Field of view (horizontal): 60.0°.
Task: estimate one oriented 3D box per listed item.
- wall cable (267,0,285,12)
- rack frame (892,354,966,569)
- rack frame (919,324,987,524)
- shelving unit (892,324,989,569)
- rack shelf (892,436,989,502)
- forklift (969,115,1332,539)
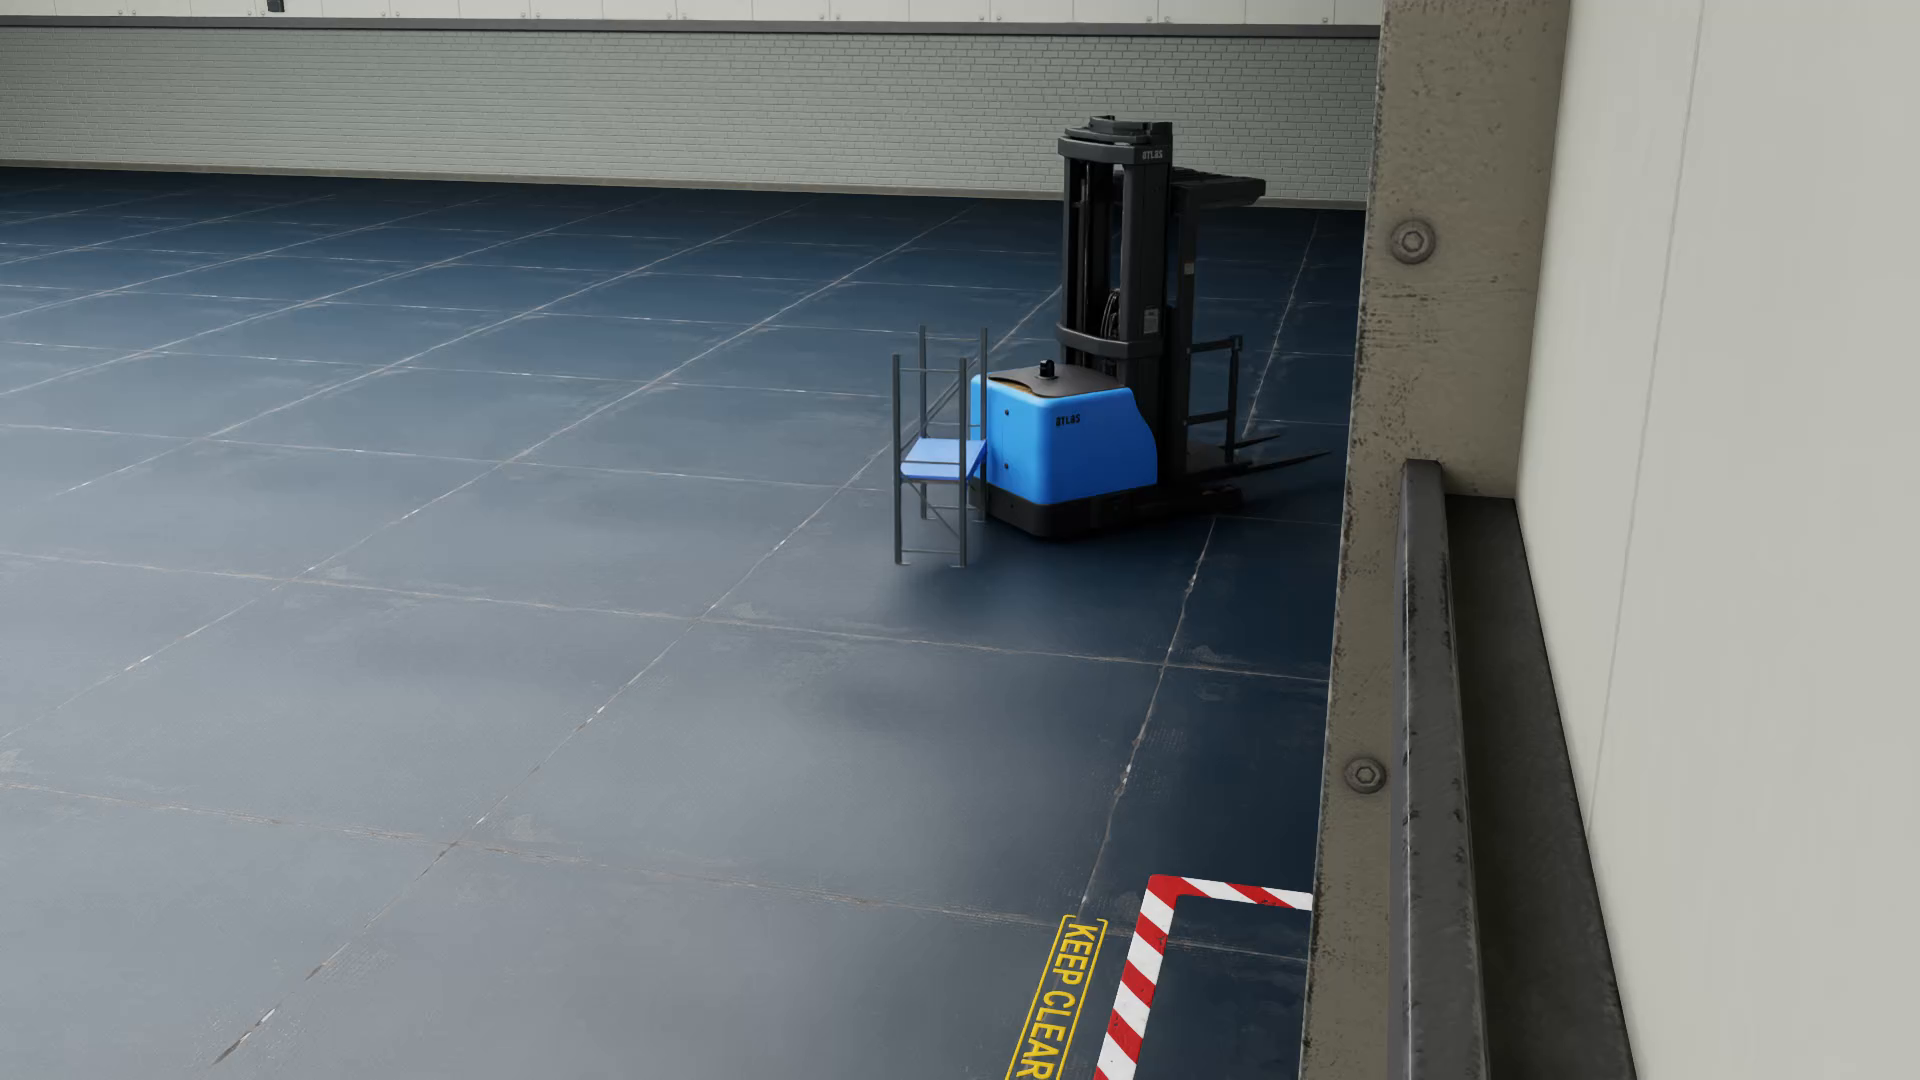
[{"bbox_3d":[-12.566,-13.216,31.698,2.305,6.003,0.169,5,19,13],"label":"wall cable"},{"bbox_3d":[-0.208,-0.527,11.409,0.500,1.500,0.032,3,19,8],"label":"rack frame"},{"bbox_3d":[-0.051,-0.851,12.359,0.500,1.500,0.032,3,19,8],"label":"rack frame"},{"bbox_3d":[-0.129,-0.689,11.884,0.538,1.500,1.048,3,19,8],"label":"shelving unit"},{"bbox_3d":[-0.129,-0.519,11.942,0.538,0.185,1.000,3,19,8],"label":"rack shelf"},{"bbox_3d":[1.588,-1.733,12.726,3.031,2.935,1.130,-11,22,-30],"label":"forklift"}]
